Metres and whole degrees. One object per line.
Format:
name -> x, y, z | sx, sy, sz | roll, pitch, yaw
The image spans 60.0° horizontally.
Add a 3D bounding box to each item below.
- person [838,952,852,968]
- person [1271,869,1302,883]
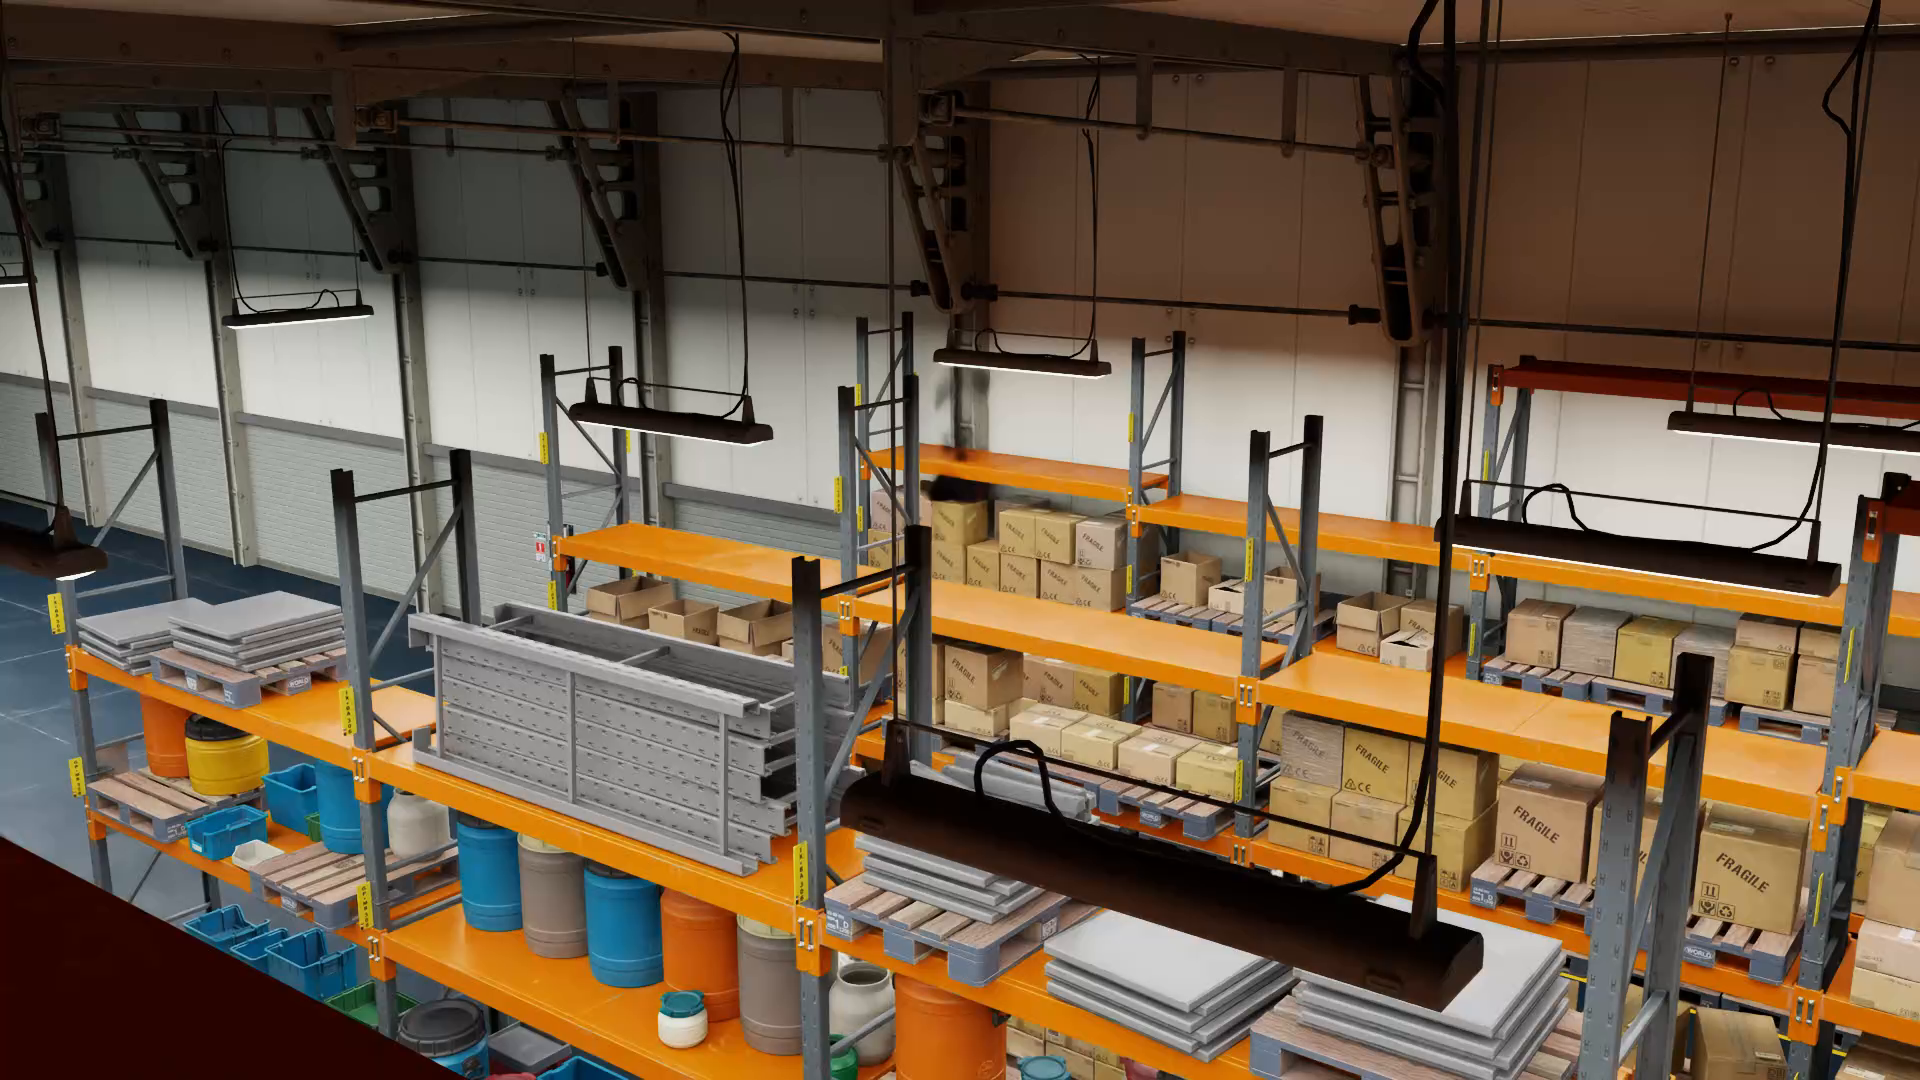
person -> -0.976, 4.116, 13.900 | 0.861, 1.715, 0.663 | 5, 14, 22
person -> 2.932, 3.778, 15.156 | 0.760, 1.733, 0.669 | 9, 16, 33
